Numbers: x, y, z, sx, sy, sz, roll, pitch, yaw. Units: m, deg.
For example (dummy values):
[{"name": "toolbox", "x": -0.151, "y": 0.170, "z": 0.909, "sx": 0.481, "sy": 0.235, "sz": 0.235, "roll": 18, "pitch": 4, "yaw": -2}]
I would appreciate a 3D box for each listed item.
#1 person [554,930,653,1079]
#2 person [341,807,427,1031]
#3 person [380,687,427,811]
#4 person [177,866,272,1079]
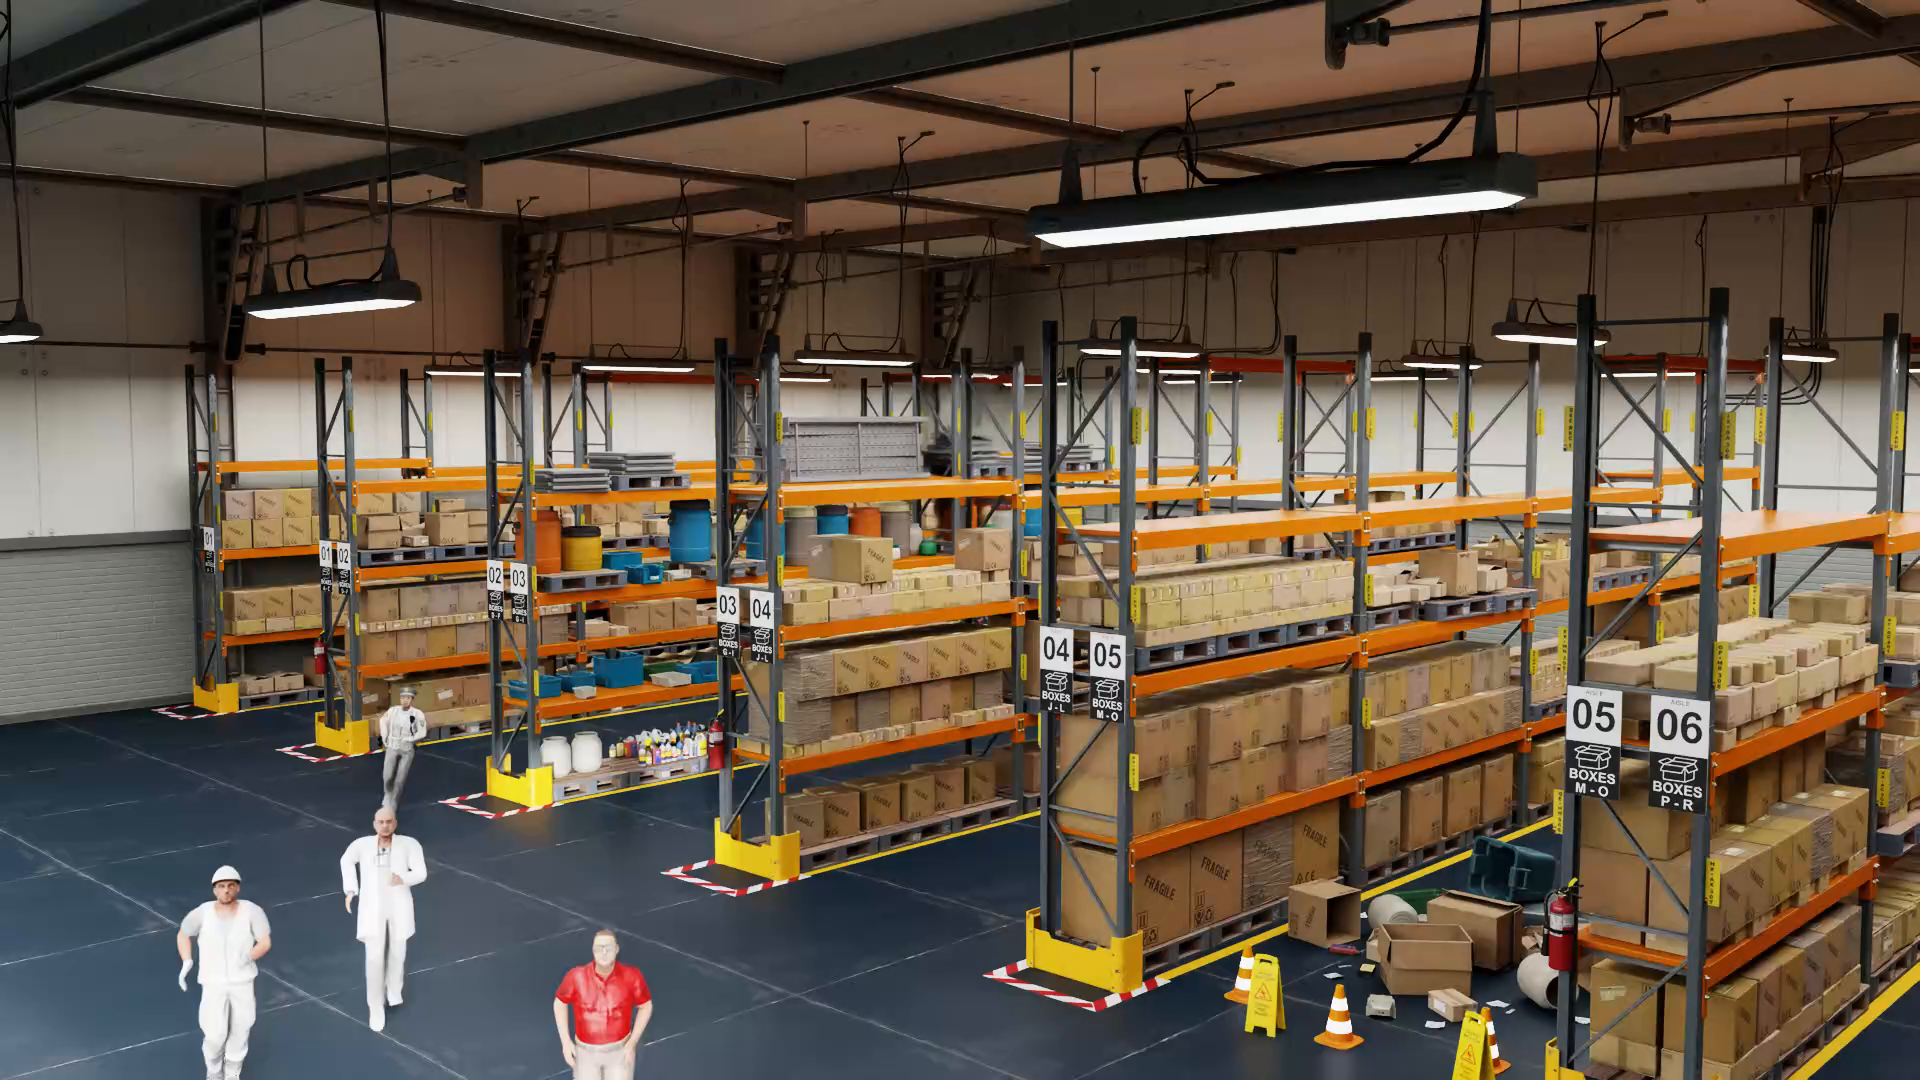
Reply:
[{"name": "person", "x": -2.410, "y": 3.466, "z": 11.246, "sx": 0.658, "sy": 1.690, "sz": 0.548, "roll": -1, "pitch": 4, "yaw": -9}, {"name": "person", "x": -4.894, "y": 3.196, "z": 14.173, "sx": 0.669, "sy": 1.849, "sz": 0.835, "roll": -2, "pitch": 5, "yaw": -23}, {"name": "person", "x": -7.182, "y": 2.694, "z": 21.441, "sx": 0.601, "sy": 1.642, "sz": 0.553, "roll": -1, "pitch": 4, "yaw": -11}, {"name": "person", "x": -5.481, "y": 3.315, "z": 12.436, "sx": 0.639, "sy": 1.740, "sz": 0.643, "roll": -2, "pitch": 5, "yaw": -27}]
